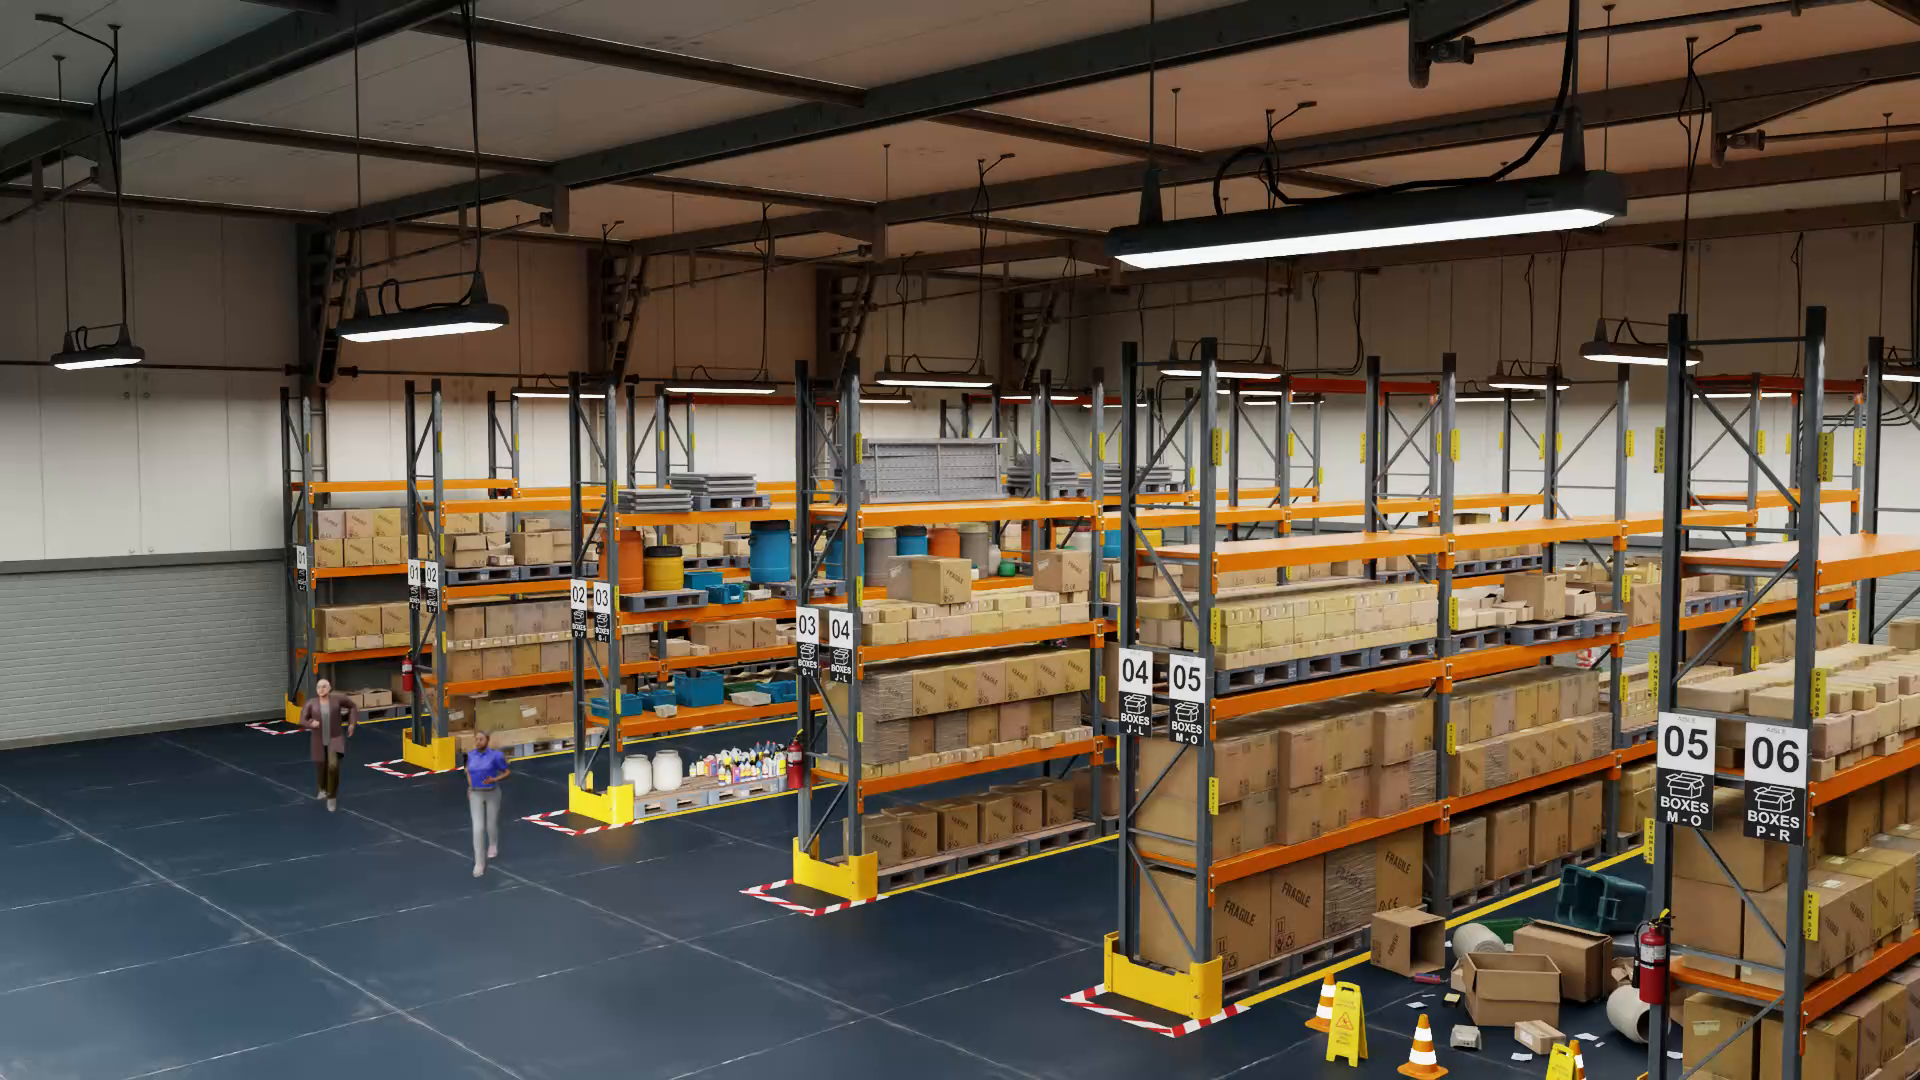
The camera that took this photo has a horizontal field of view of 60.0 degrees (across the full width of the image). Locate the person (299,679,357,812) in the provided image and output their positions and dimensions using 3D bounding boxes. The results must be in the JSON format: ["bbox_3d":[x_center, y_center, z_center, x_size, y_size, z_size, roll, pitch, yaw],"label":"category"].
[{"bbox_3d":[-8.720,2.815,22.958,0.720,1.824,0.970,-1,4,-13],"label":"person"}]

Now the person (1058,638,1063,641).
[{"bbox_3d":[2.174,1.934,32.973,0.649,1.714,0.544,3,4,35],"label":"person"}]

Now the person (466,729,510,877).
[{"bbox_3d":[-5.621,3.078,19.766,0.566,1.678,0.851,0,4,-4],"label":"person"}]

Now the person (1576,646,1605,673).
[{"bbox_3d":[11.391,2.359,30.040,0.664,1.819,0.841,-2,4,-25],"label":"person"}]
